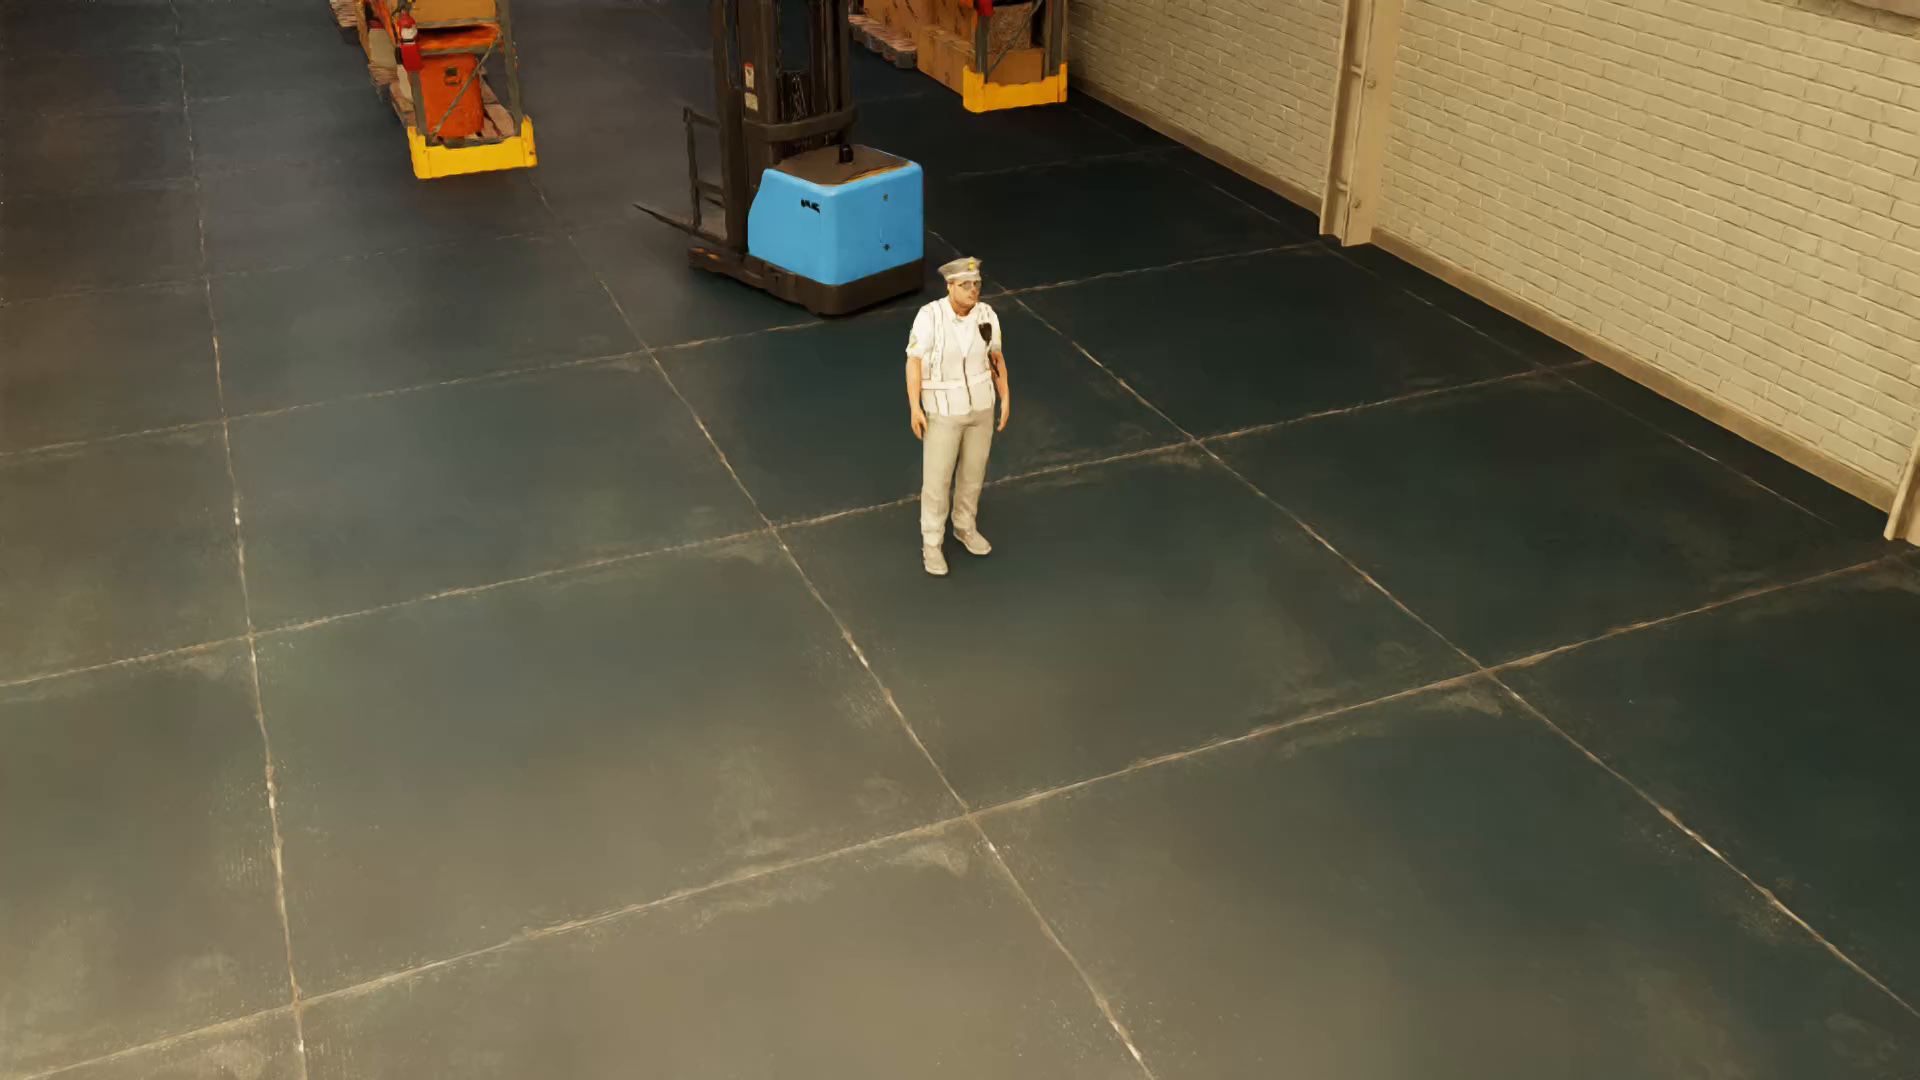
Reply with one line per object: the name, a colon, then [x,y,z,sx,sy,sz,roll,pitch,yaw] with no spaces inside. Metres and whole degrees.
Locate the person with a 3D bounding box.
person: [0.020,-0.739,9.562,0.640,1.773,0.574,-12,32,-20]

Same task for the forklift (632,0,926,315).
forklift: [-1.659,-3.671,13.540,1.130,2.935,3.031,-25,38,-37]
